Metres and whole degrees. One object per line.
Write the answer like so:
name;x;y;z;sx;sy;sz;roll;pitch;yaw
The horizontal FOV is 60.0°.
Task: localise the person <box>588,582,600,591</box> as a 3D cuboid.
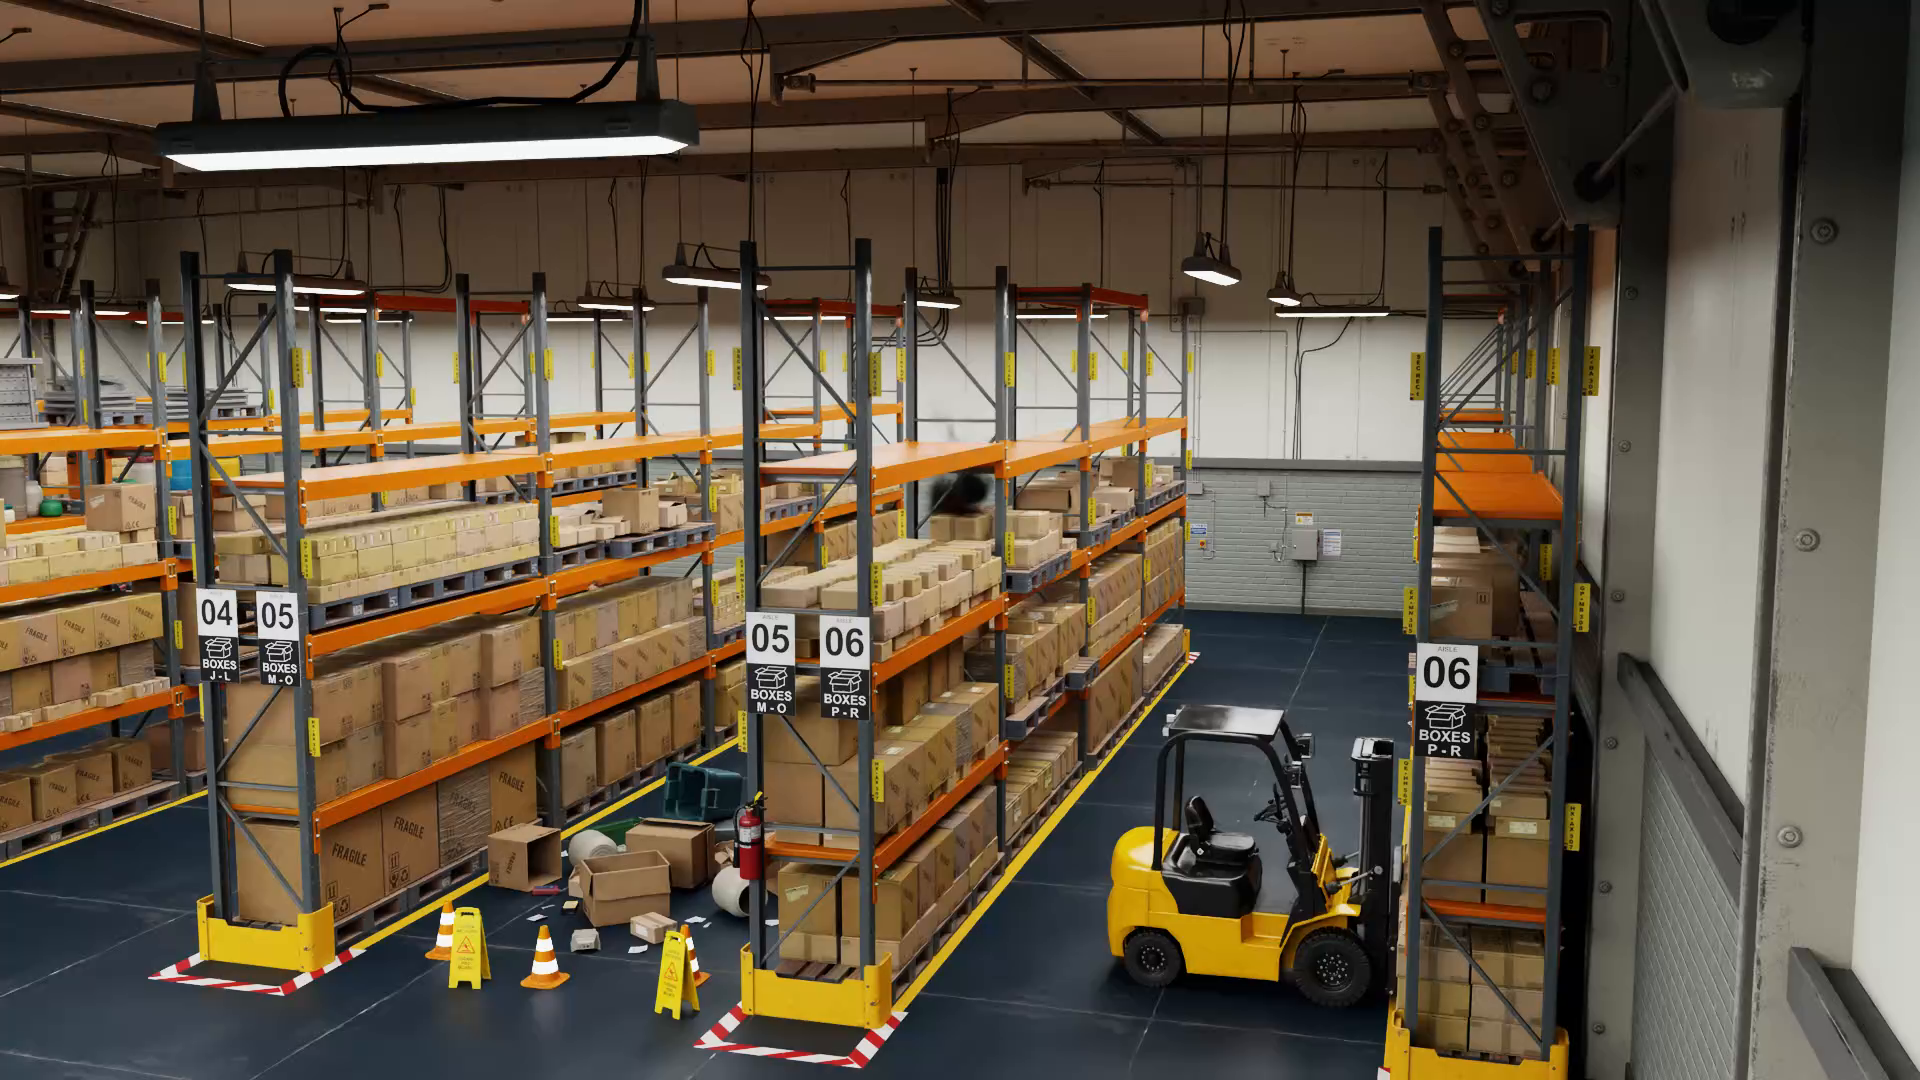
person;-5.694;1.450;25.993;0.572;1.626;0.604;1;7;13
